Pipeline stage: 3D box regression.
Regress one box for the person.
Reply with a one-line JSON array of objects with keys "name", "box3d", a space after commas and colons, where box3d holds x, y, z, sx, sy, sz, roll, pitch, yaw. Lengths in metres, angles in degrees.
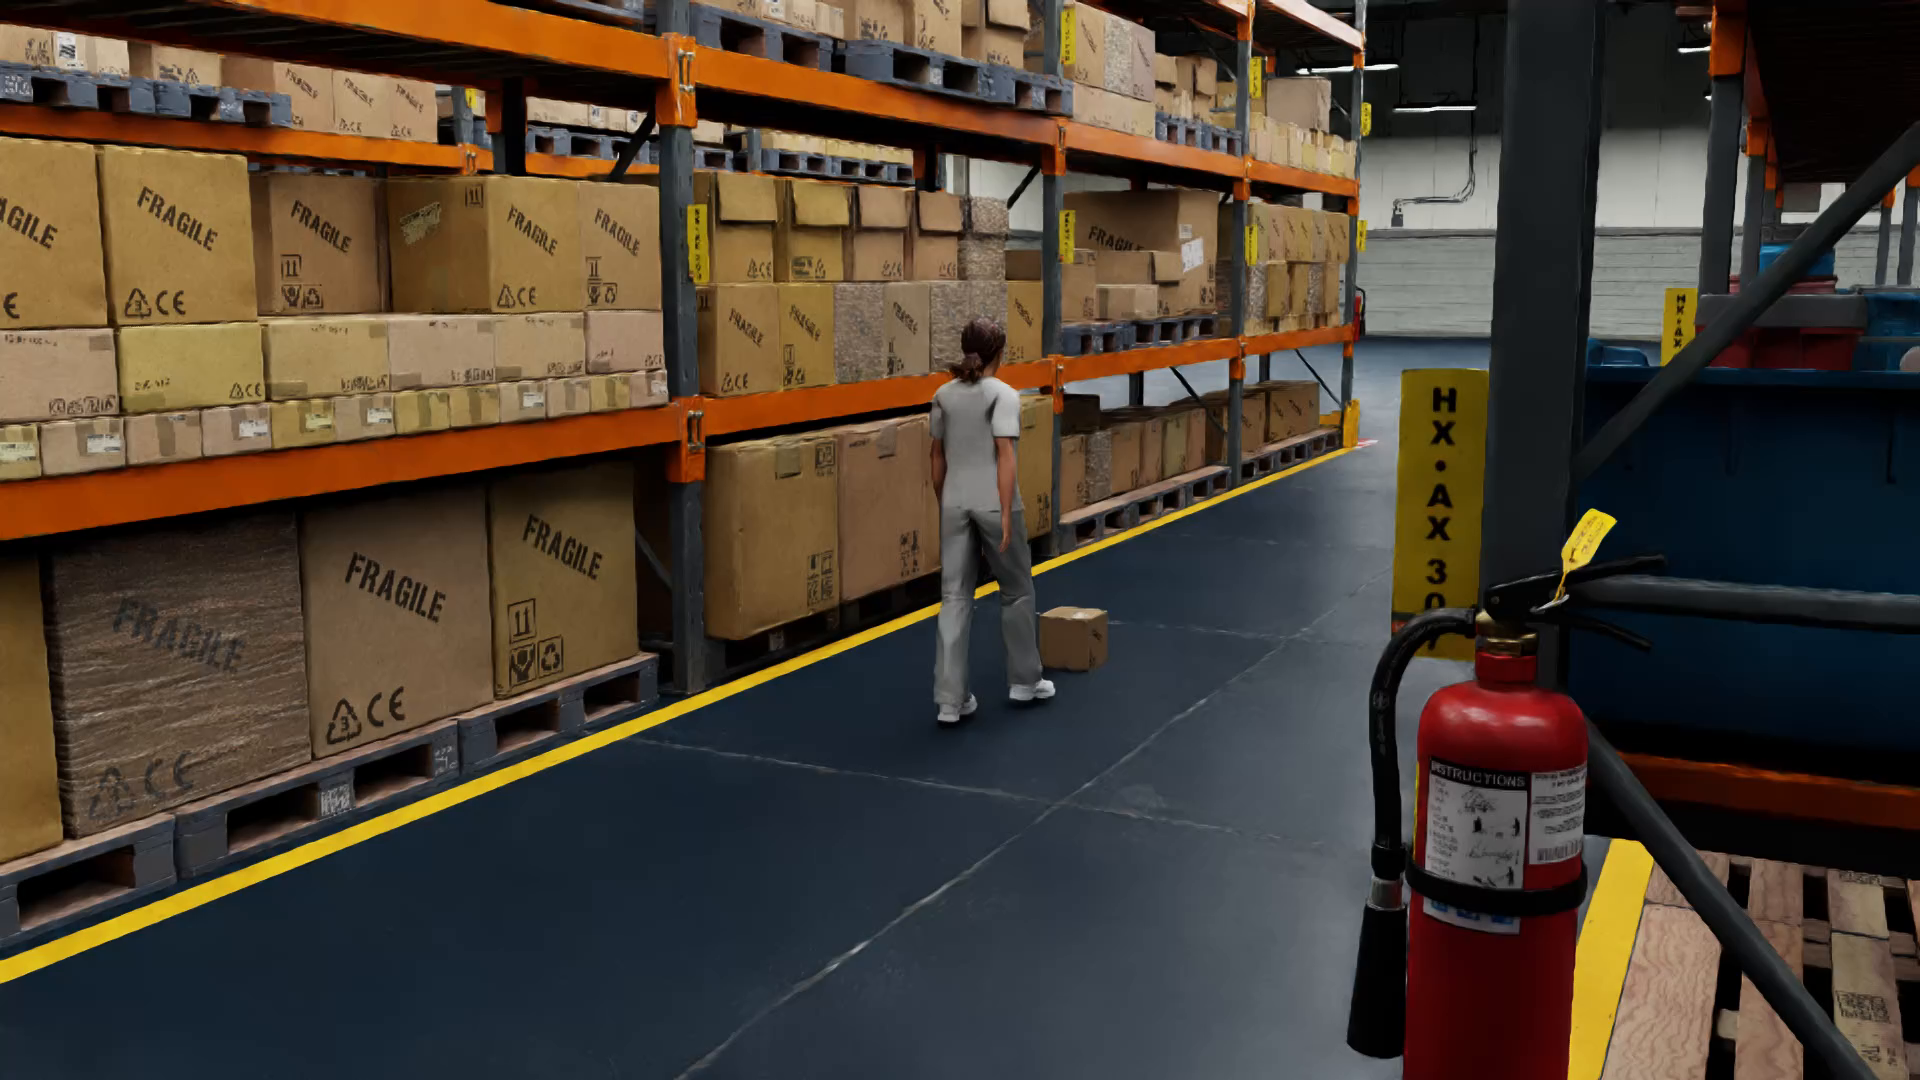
[{"name": "person", "box3d": [0.090, -0.108, 7.004, 0.448, 1.654, 0.707, 4, 10, 24]}]
